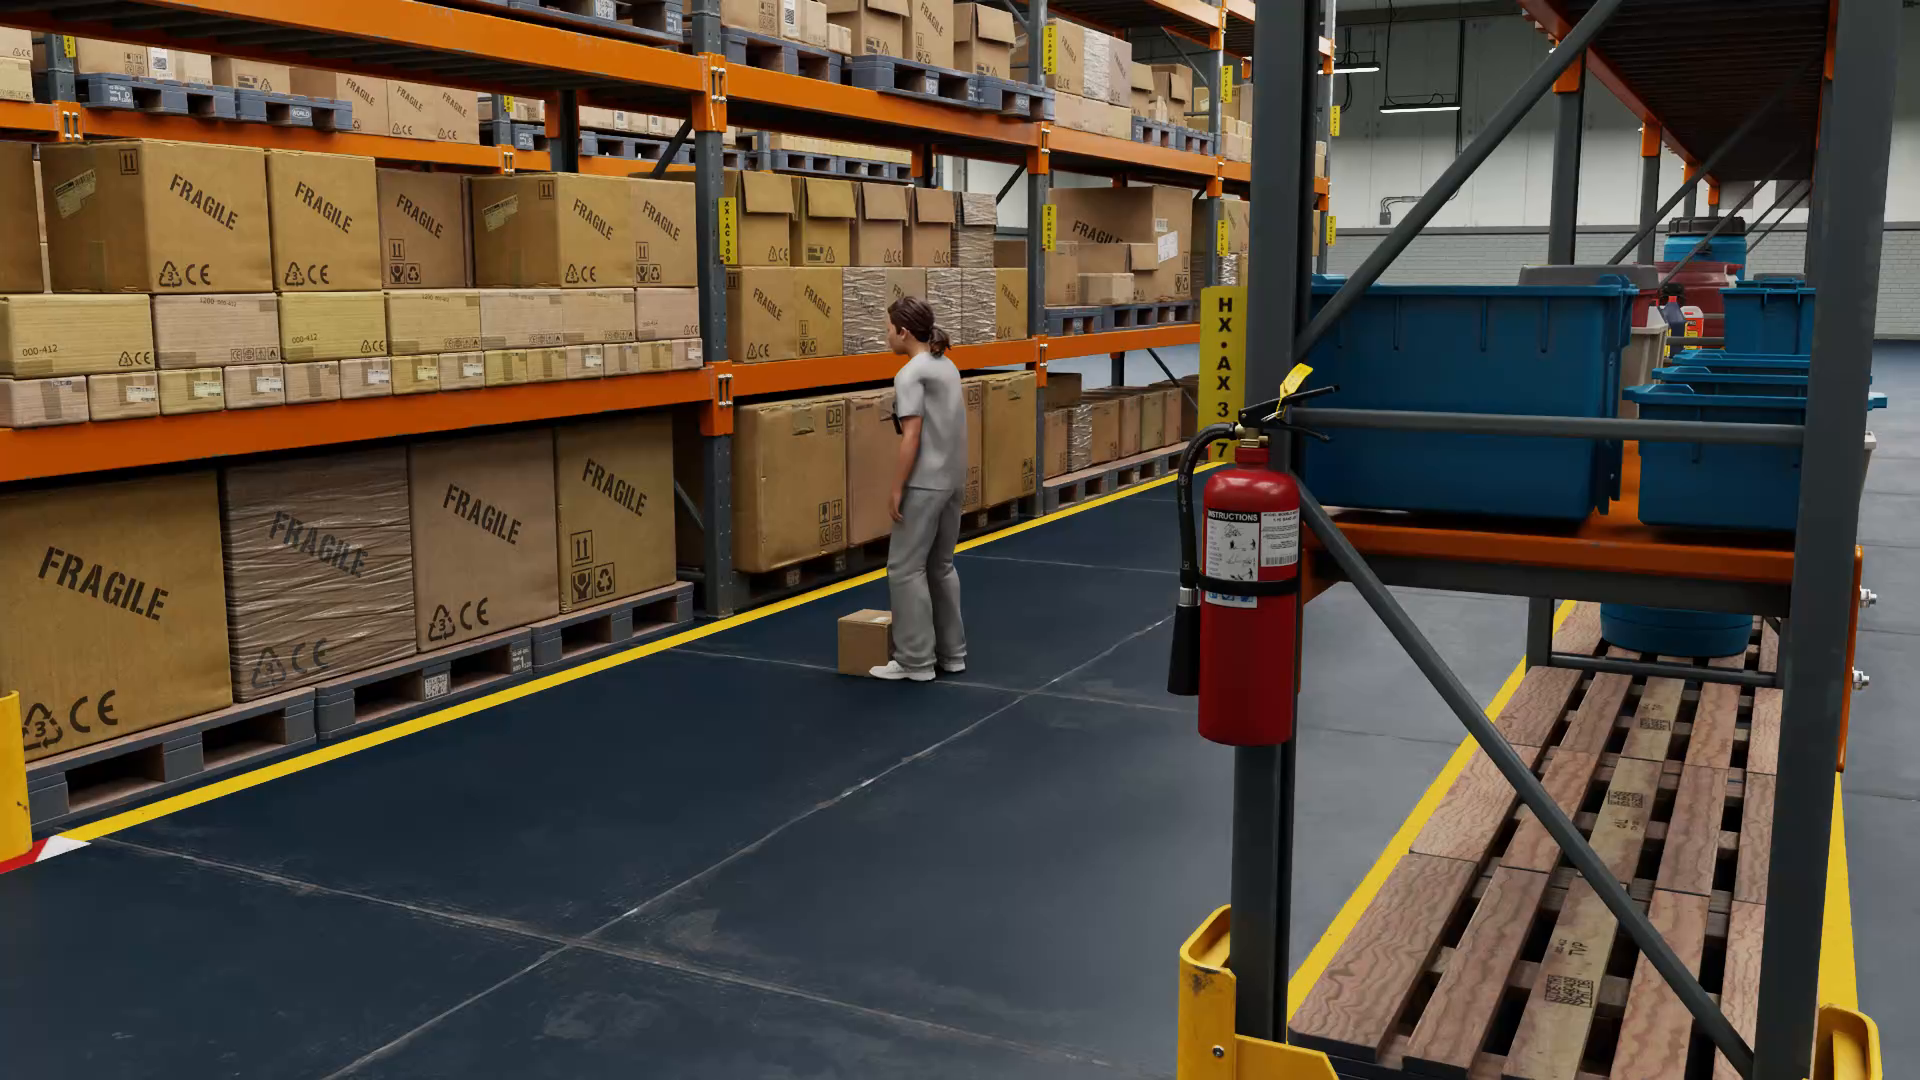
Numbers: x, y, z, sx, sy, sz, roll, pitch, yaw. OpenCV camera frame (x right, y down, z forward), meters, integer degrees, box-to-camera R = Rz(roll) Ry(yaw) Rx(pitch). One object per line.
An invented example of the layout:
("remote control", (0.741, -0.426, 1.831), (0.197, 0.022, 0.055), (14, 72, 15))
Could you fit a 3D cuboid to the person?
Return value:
("person", (-0.176, -0.223, 7.261), (0.404, 1.673, 0.491), (4, 10, 26))
